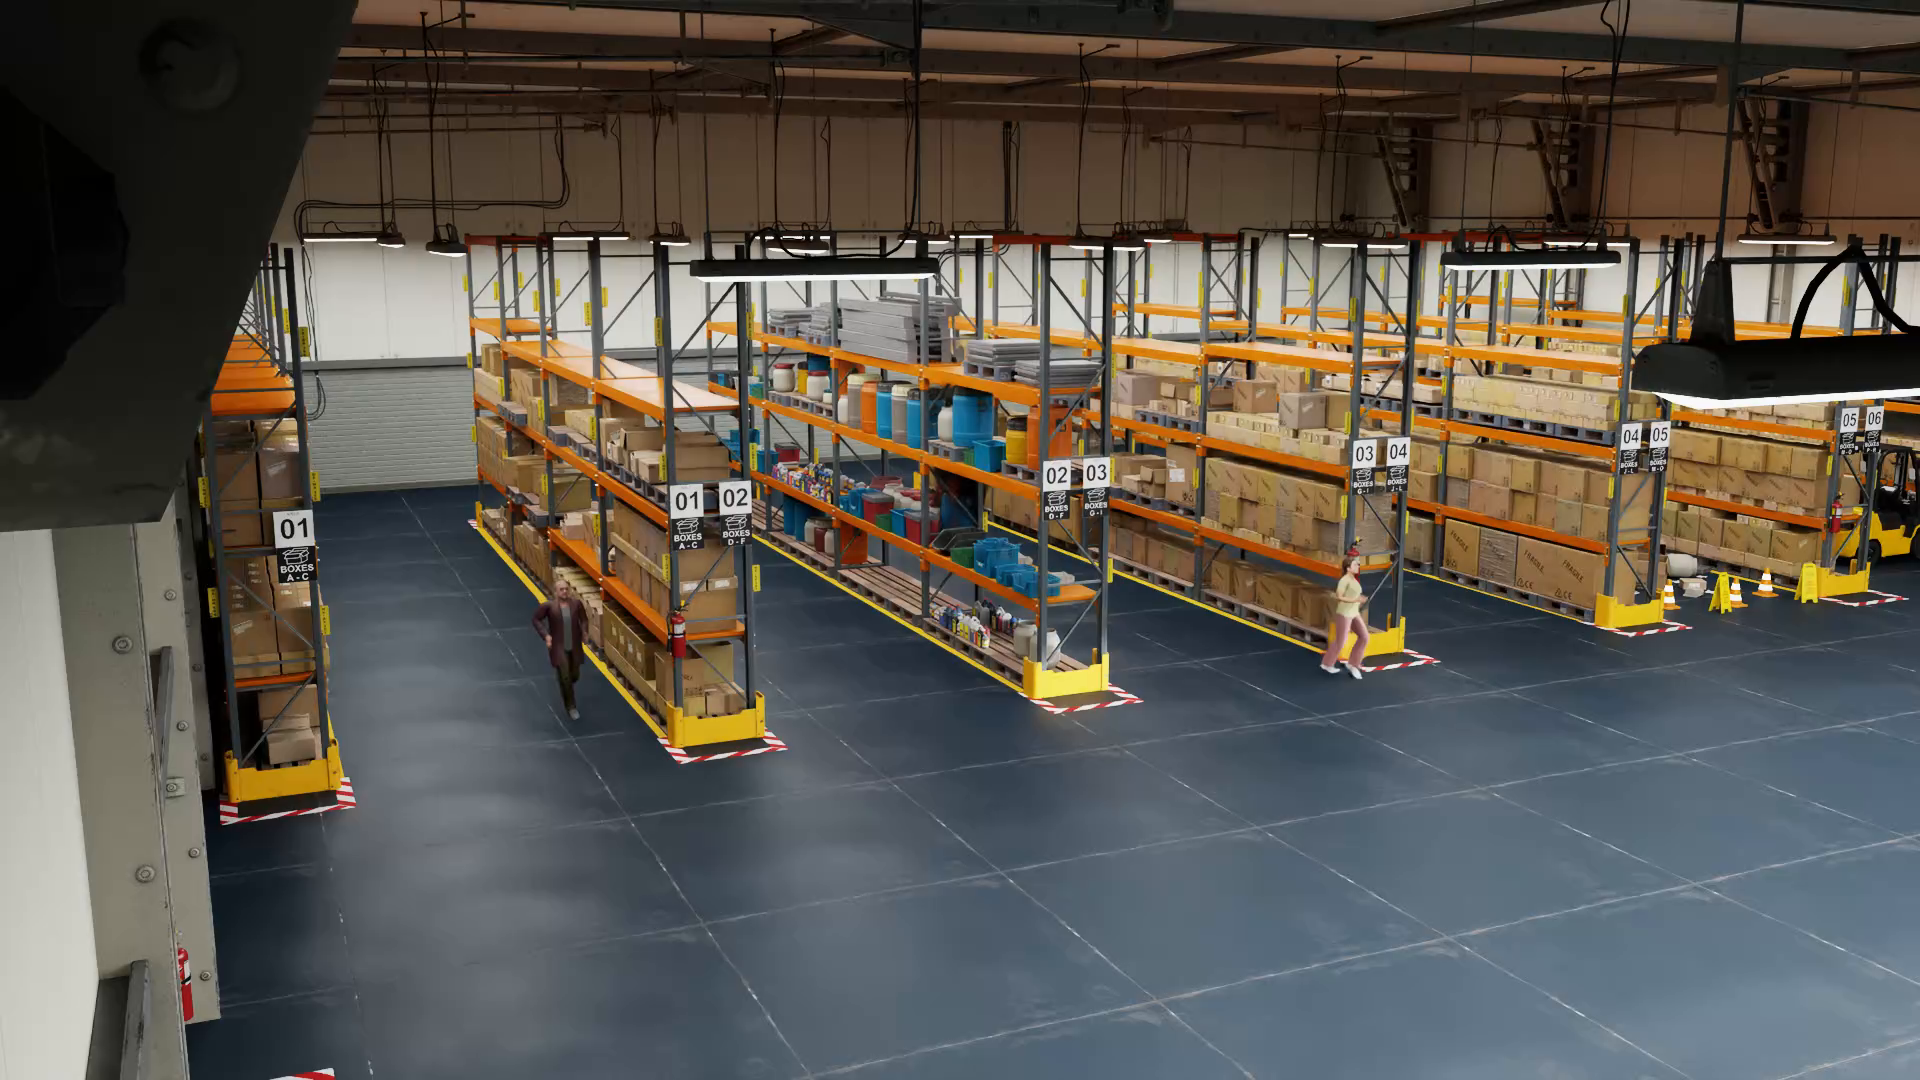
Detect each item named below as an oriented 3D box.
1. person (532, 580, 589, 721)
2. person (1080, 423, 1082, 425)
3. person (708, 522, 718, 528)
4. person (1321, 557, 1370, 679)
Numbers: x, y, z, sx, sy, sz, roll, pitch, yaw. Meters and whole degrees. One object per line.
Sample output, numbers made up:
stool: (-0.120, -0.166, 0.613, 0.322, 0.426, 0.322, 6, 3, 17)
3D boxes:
person: (-5.118, 1.383, 21.457, 0.711, 1.769, 0.900, -6, 13, -30)
person: (2.848, -1.993, 39.203, 0.707, 1.682, 1.034, -1, 11, -3)
person: (-4.583, -0.163, 29.889, 0.537, 1.549, 0.594, -8, 13, -34)
person: (5.402, 1.086, 23.197, 0.641, 1.711, 0.575, 9, 14, 38)
